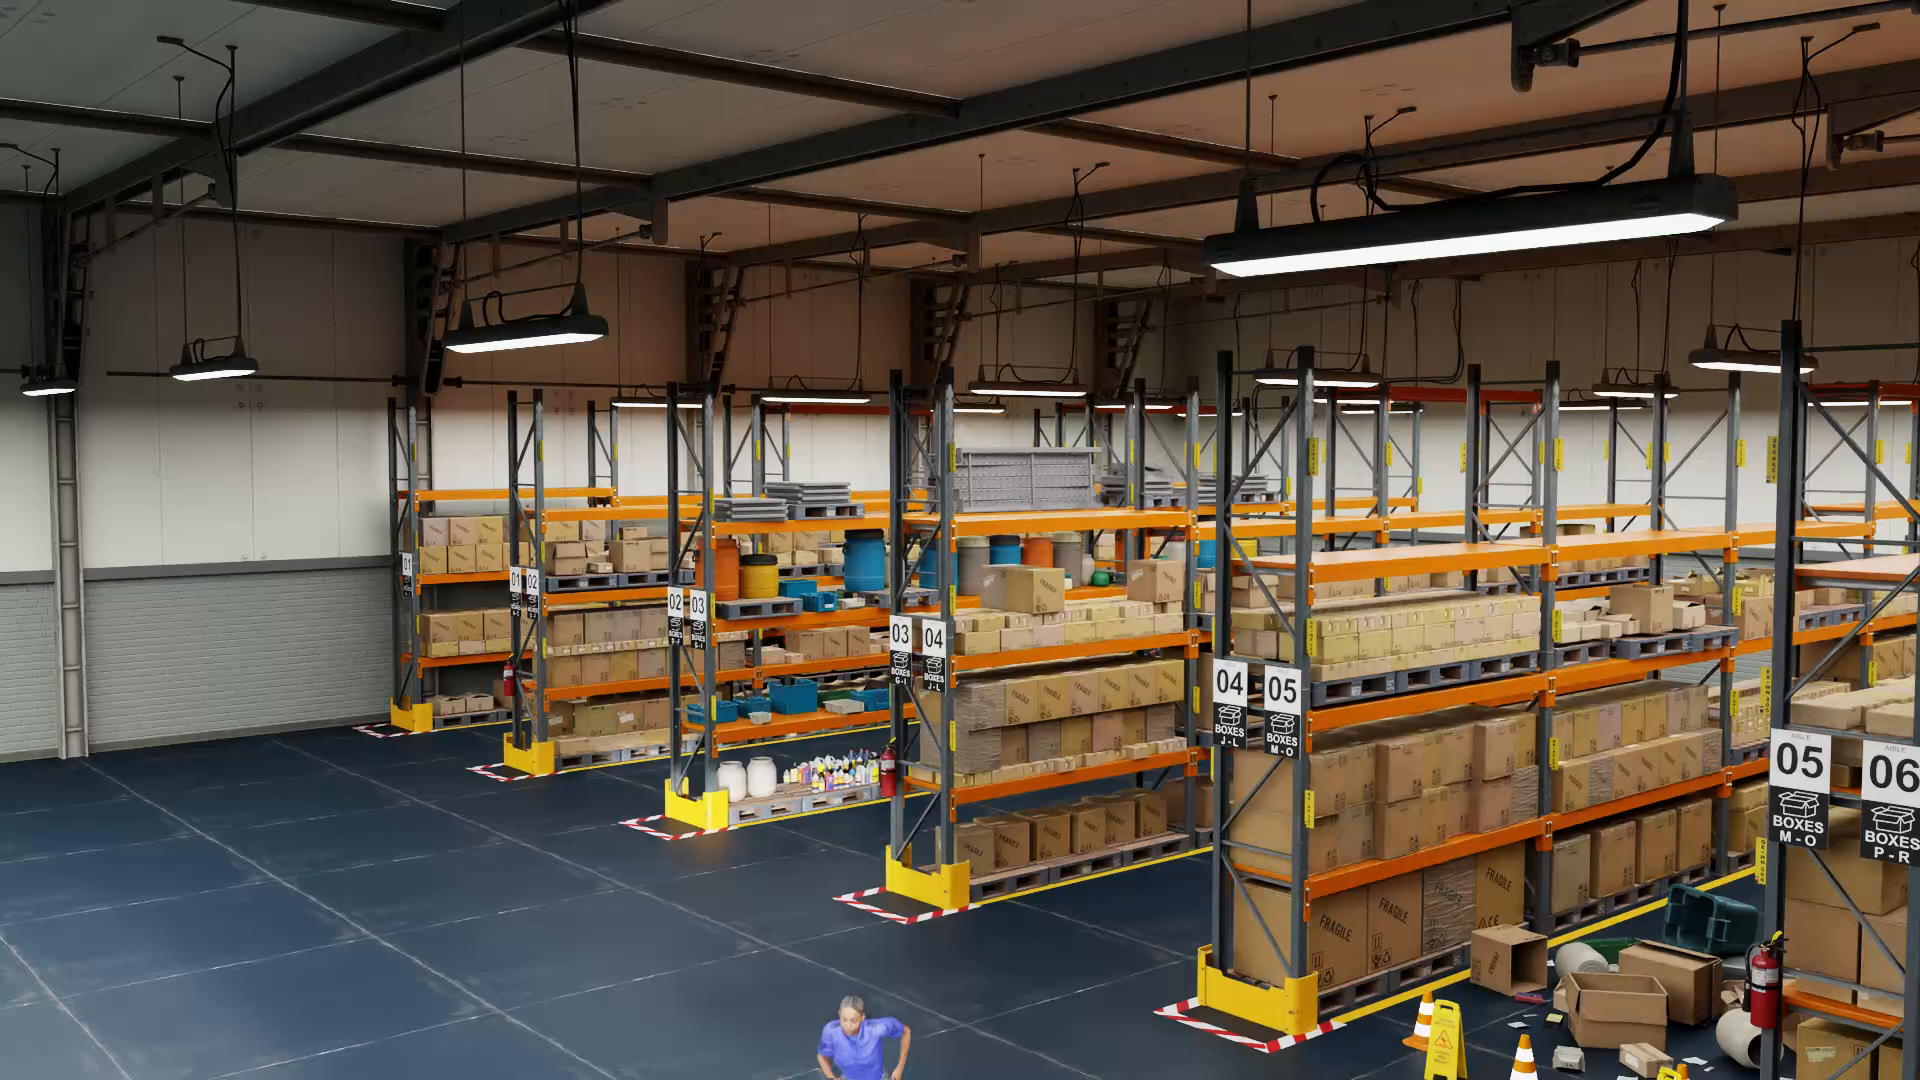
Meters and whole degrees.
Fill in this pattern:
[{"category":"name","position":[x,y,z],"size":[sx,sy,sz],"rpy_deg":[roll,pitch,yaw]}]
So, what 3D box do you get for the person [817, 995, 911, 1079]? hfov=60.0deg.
[{"category":"person","position":[-0.625,3.756,11.232],"size":[0.617,1.601,0.967],"rpy_deg":[0,3,8]}]
